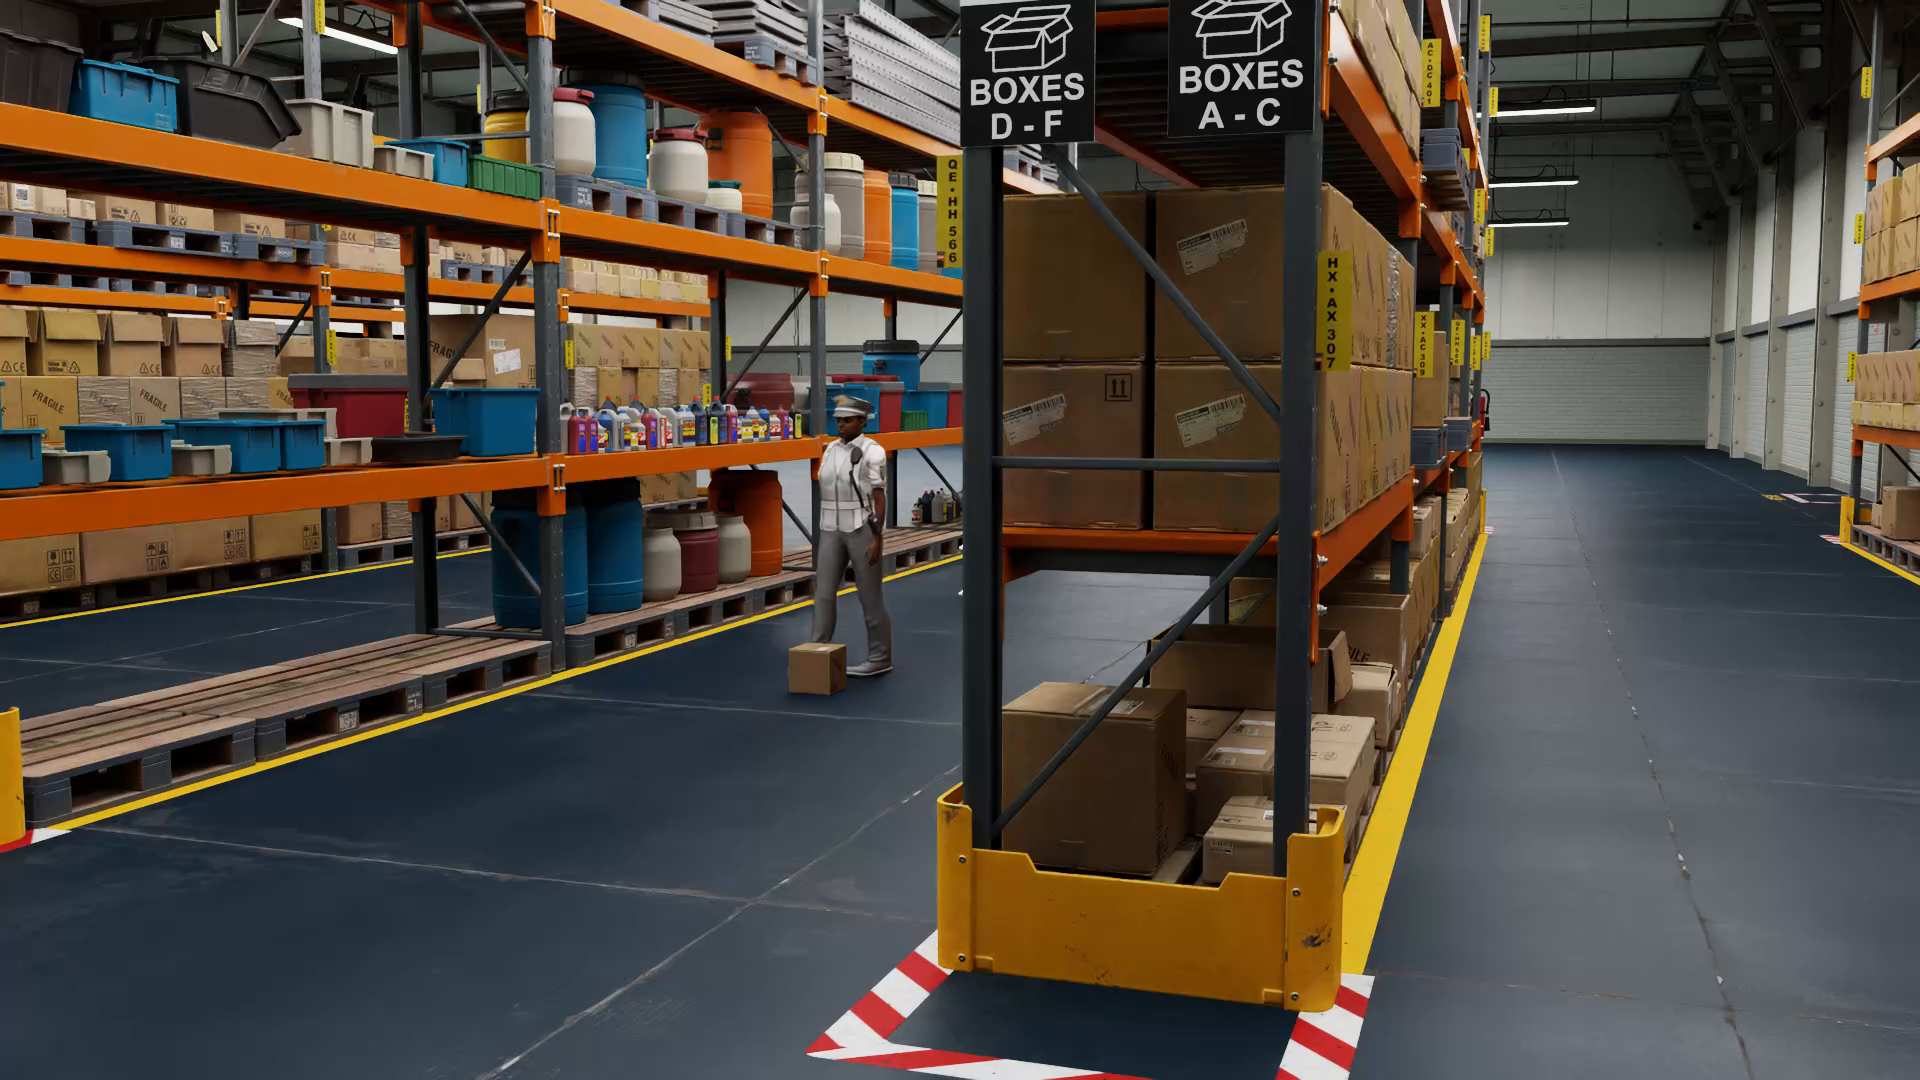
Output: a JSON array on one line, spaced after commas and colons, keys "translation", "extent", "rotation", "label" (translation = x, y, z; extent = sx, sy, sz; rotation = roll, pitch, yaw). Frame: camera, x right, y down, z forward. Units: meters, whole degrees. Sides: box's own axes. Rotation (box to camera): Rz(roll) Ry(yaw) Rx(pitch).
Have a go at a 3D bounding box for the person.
[{"translation": [-0.699, -0.015, 9.808], "extent": [0.459, 1.680, 0.571], "rotation": [3, 6, 30], "label": "person"}]
